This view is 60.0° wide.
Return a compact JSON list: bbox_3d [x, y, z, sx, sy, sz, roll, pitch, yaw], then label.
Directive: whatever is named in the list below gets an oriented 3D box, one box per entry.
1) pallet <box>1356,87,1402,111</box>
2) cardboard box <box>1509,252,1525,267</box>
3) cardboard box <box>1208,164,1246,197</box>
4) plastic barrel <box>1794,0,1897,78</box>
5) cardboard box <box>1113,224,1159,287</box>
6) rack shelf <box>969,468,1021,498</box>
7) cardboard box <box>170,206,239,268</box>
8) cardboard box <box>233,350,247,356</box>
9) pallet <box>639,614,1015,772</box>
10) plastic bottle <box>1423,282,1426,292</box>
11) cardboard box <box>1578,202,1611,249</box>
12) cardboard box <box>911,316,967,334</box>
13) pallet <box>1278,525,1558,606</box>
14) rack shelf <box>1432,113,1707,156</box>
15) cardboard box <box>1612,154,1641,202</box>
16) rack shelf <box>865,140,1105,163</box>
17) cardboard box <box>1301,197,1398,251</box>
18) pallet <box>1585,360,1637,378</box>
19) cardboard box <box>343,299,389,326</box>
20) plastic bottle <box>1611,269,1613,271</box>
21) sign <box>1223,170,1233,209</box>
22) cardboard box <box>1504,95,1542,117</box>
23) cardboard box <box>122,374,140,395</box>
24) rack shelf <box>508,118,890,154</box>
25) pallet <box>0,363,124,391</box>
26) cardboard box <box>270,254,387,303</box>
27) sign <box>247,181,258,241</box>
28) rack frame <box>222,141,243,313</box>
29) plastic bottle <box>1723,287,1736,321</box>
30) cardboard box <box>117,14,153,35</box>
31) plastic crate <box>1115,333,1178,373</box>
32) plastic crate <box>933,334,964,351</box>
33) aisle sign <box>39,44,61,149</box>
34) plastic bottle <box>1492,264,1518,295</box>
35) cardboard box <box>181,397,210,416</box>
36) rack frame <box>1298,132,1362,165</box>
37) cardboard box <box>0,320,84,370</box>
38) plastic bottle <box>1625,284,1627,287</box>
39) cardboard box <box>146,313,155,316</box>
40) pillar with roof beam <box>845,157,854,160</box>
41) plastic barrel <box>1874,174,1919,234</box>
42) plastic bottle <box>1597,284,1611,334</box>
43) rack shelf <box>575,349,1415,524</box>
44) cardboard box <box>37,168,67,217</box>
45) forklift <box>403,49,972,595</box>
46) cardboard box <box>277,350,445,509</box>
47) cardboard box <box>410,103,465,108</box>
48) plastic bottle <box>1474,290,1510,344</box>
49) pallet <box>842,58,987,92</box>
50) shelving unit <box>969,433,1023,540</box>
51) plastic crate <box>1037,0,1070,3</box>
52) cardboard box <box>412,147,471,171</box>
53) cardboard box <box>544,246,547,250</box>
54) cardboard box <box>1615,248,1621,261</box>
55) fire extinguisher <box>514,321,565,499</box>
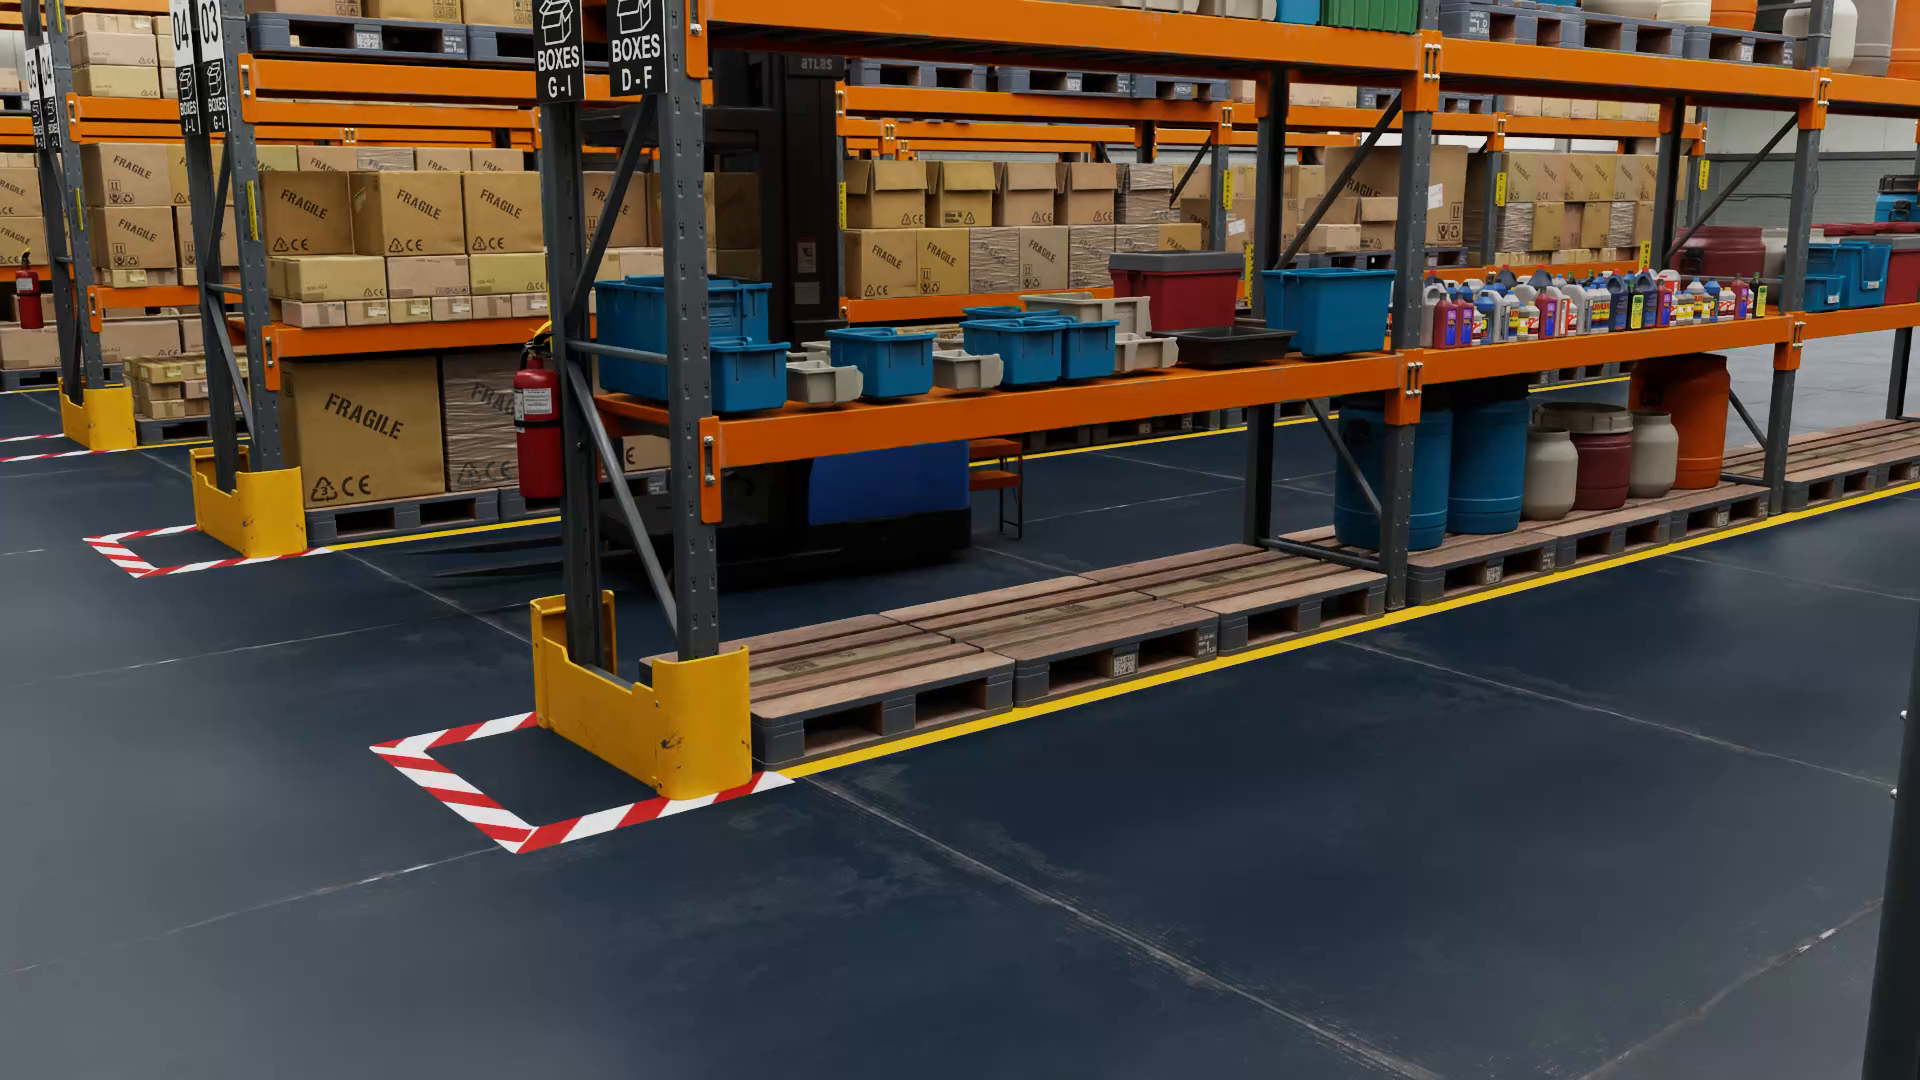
[{"bbox_3d":[3.705,-4.208,15.955,1.003,0.211,1.213,-9,15,-38],"label":"pallet"},{"bbox_3d":[5.620,-2.917,17.250,0.250,0.149,0.380,-9,15,-38],"label":"cardboard box"},{"bbox_3d":[3.216,-4.630,21.751,0.550,0.550,0.875,-9,15,-38],"label":"cardboard box"},{"bbox_3d":[5.809,-3.492,10.924,0.600,0.901,0.600,0,12,0],"label":"plastic barrel"},{"bbox_3d":[1.314,-2.392,13.933,0.500,0.500,0.500,-10,15,-38],"label":"cardboard box"},{"bbox_3d":[0.101,-0.325,10.049,0.480,0.148,0.258,-7,14,-30],"label":"rack shelf"},{"bbox_3d":[-6.403,-2.572,14.065,0.500,0.500,0.500,-9,15,-38],"label":"cardboard box"},{"bbox_3d":[-6.477,-1.604,14.879,0.250,0.149,0.380,-10,16,-40],"label":"cardboard box"},{"bbox_3d":[-0.547,0.593,6.827,1.213,0.211,1.003,-9,15,-38],"label":"pallet"},{"bbox_3d":[2.512,-1.314,9.214,0.185,0.351,0.144,-9,15,-38],"label":"plastic bottle"},{"bbox_3d":[6.607,-3.472,18.301,0.500,0.500,0.875,-9,15,-38],"label":"cardboard box"},{"bbox_3d":[-0.001,-1.361,13.421,0.875,0.875,1.225,-10,16,-40],"label":"cardboard box"},{"bbox_3d":[2.537,0.082,9.237,1.213,0.211,1.003,-9,15,-38],"label":"pallet"},{"bbox_3d":[6.623,-4.405,18.165,4.000,0.370,1.077,-9,15,-38],"label":"rack shelf"},{"bbox_3d":[7.131,-3.991,18.340,0.500,0.500,0.500,-9,15,-38],"label":"cardboard box"},{"bbox_3d":[0.432,-6.013,25.734,4.000,0.370,1.077,-9,15,-38],"label":"rack shelf"},{"bbox_3d":[3.765,-3.047,15.995,0.637,0.503,0.797,-8,14,-32],"label":"cardboard box"},{"bbox_3d":[7.469,-2.076,19.397,1.213,0.211,1.003,-9,15,-38],"label":"pallet"},{"bbox_3d":[-3.626,-1.377,9.995,0.250,0.149,0.380,-10,15,-38],"label":"cardboard box"},{"bbox_3d":[4.207,-1.612,10.780,0.133,0.283,0.061,-9,15,-38],"label":"plastic bottle"},{"bbox_3d":[2.287,-2.988,14.193,0.005,0.325,0.100,-9,15,-38],"label":"sign"},{"bbox_3d":[5.573,-4.441,16.963,0.500,0.250,0.500,-10,16,-40],"label":"cardboard box"},{"bbox_3d":[-7.095,-1.362,14.459,0.250,0.149,0.380,-10,16,-39],"label":"cardboard box"},{"bbox_3d":[-2.643,-4.185,17.126,4.000,0.370,1.077,-9,15,-38],"label":"rack shelf"},{"bbox_3d":[-9.924,-1.833,18.254,1.213,0.211,1.003,-9,15,-38],"label":"pallet"},{"bbox_3d":[-3.766,-1.564,9.918,0.500,0.250,0.500,-10,16,-39],"label":"cardboard box"},{"bbox_3d":[-3.967,-1.845,9.320,0.005,0.325,0.100,-9,15,-38],"label":"sign"},{"bbox_3d":[-10.480,-4.404,23.649,0.127,3.000,1.000,-9,15,-38],"label":"rack frame"},{"bbox_3d":[4.701,-1.447,10.202,0.097,0.201,0.097,0,12,0],"label":"plastic bottle"},{"bbox_3d":[-6.723,-4.160,13.473,0.250,0.149,0.380,-9,15,-35],"label":"cardboard box"},{"bbox_3d":[0.737,-0.815,7.235,0.466,0.136,0.293,-9,15,-38],"label":"plastic crate"},{"bbox_3d":[-0.034,-0.822,7.271,0.250,0.136,0.298,-9,15,-38],"label":"plastic crate"},{"bbox_3d":[-7.198,-3.505,13.153,0.004,0.787,0.394,-9,15,-38],"label":"aisle sign"},{"bbox_3d":[3.282,-1.480,9.997,0.185,0.351,0.144,-9,15,-38],"label":"plastic bottle"},{"bbox_3d":[-6.566,-1.165,14.247,0.250,0.149,0.380,-10,15,-38],"label":"cardboard box"},{"bbox_3d":[5.165,-4.367,23.474,0.127,3.000,1.000,-9,15,-38],"label":"rack frame"},{"bbox_3d":[-10.047,-2.135,18.118,0.875,0.438,0.875,-10,16,-40],"label":"cardboard box"},{"bbox_3d":[4.223,-1.529,10.588,0.097,0.201,0.097,0,12,0],"label":"plastic bottle"},{"bbox_3d":[-11.482,-3.112,23.414,0.250,0.149,0.380,-10,15,-38],"label":"cardboard box"},{"bbox_3d":[0.473,-8.254,27.334,0.400,9.000,9.100,-9,15,-38],"label":"pillar with roof beam"},{"bbox_3d":[7.665,-2.471,13.339,0.708,0.901,0.600,-9,15,-38],"label":"plastic barrel"},{"bbox_3d":[3.596,-1.298,9.330,0.097,0.271,0.097,0,12,0],"label":"plastic bottle"},{"bbox_3d":[0.347,-0.578,7.360,4.000,0.370,1.077,-9,15,-38],"label":"rack shelf"},{"bbox_3d":[-9.548,-3.703,17.698,0.500,0.500,0.500,-10,16,-39],"label":"cardboard box"},{"bbox_3d":[-1.466,-1.256,8.986,3.031,2.935,1.130,-7,14,-30],"label":"forklift"},{"bbox_3d":[-3.859,-0.736,10.475,0.875,0.875,0.875,-9,15,-38],"label":"cardboard box"},{"bbox_3d":[-4.817,-4.034,15.042,0.500,0.250,0.500,-9,15,-38],"label":"cardboard box"},{"bbox_3d":[2.794,-1.174,8.736,0.135,0.276,0.152,-9,15,-38],"label":"plastic bottle"},{"bbox_3d":[-0.500,-3.493,12.597,1.217,0.209,0.805,-10,16,-40],"label":"pallet"},{"bbox_3d":[0.101,-0.585,9.993,0.503,1.200,0.258,-7,14,-30],"label":"shelving unit"},{"bbox_3d":[0.150,-2.261,6.482,0.767,0.338,0.504,-9,15,-38],"label":"plastic crate"},{"bbox_3d":[-4.804,-3.321,15.182,0.500,0.500,0.500,-10,16,-39],"label":"cardboard box"},{"bbox_3d":[-2.899,-1.852,11.272,0.500,0.250,0.500,-9,15,-38],"label":"cardboard box"},{"bbox_3d":[7.125,-3.191,18.541,0.250,0.149,0.380,-9,15,-38],"label":"cardboard box"},{"bbox_3d":[-1.617,-0.504,6.365,0.183,0.674,0.296,-9,15,-38],"label":"fire extinguisher"}]
